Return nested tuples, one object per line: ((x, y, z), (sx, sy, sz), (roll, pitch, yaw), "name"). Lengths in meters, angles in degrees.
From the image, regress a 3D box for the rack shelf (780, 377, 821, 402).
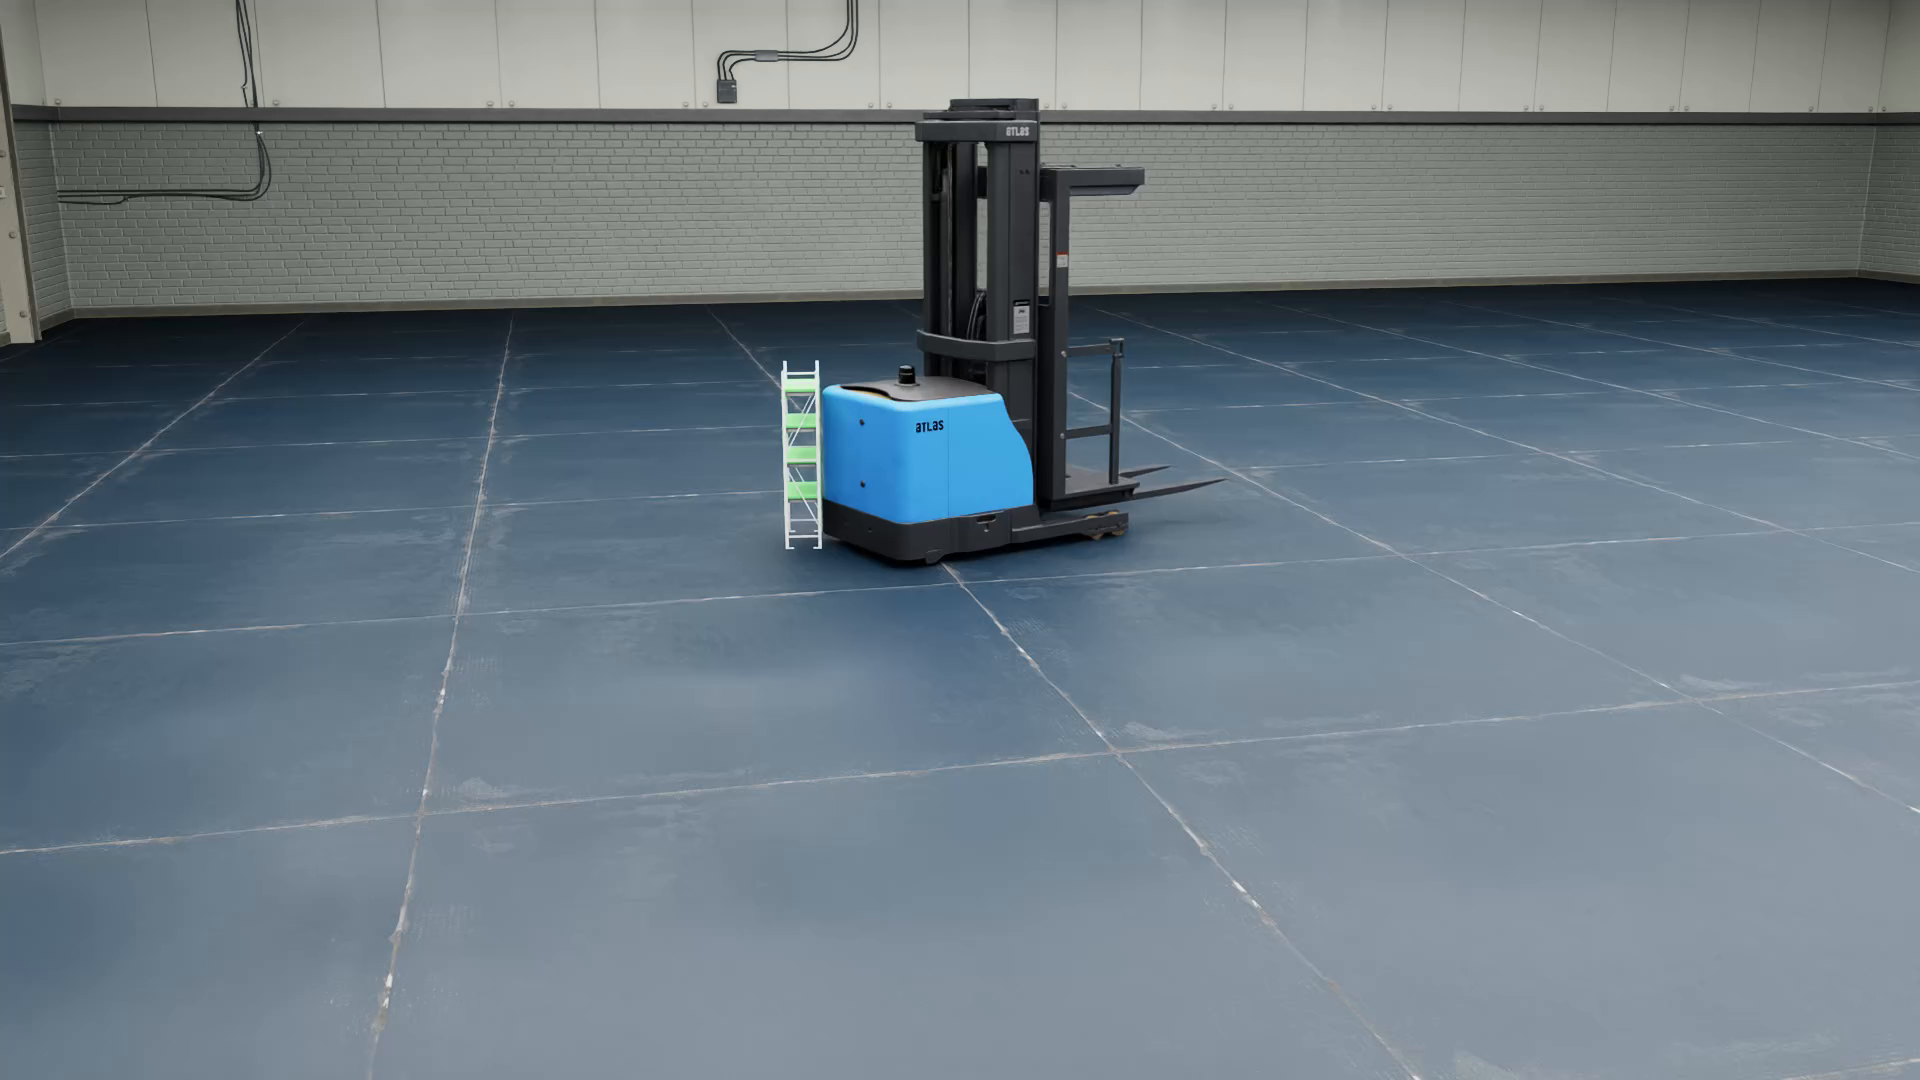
((-1.070, -0.988, 11.189), (0.258, 0.148, 0.480), (-1, 14, -4), "rack shelf")

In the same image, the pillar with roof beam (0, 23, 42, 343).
((-8.391, -7.285, 22.283), (9.100, 9.000, 0.400), (-3, 14, -13), "pillar with roof beam")

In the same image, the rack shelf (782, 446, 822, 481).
((-1.070, -0.521, 11.302), (0.258, 0.148, 0.480), (-1, 14, -4), "rack shelf")

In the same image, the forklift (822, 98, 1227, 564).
((0.560, -1.522, 11.482), (3.031, 2.935, 1.130), (-10, 17, -34), "forklift")

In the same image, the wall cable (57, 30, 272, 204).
((-11.982, -6.290, 24.753), (3.097, 2.526, 0.112), (-3, 14, -13), "wall cable")

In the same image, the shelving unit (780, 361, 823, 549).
((-1.070, -0.583, 11.287), (0.258, 1.200, 0.503), (-1, 14, -4), "shelving unit")

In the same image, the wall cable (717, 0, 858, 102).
((-2.750, -9.976, 26.132), (2.305, 6.003, 0.169), (-3, 14, -13), "wall cable")

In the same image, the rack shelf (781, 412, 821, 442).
((-1.070, -0.755, 11.245), (0.258, 0.148, 0.480), (-1, 14, -4), "rack shelf")

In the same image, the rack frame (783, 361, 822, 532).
((-1.088, -0.641, 11.524), (0.240, 1.200, 0.015), (-1, 14, -4), "rack frame")

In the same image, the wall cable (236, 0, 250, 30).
((-9.352, -8.894, 24.771), (3.097, 2.526, 0.112), (-3, 14, -13), "wall cable")

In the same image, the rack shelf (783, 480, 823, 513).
((-1.070, -0.288, 11.359), (0.258, 0.148, 0.480), (-1, 14, -4), "rack shelf")

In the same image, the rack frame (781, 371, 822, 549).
((-1.052, -0.526, 11.051), (0.240, 1.200, 0.015), (-1, 14, -4), "rack frame")
